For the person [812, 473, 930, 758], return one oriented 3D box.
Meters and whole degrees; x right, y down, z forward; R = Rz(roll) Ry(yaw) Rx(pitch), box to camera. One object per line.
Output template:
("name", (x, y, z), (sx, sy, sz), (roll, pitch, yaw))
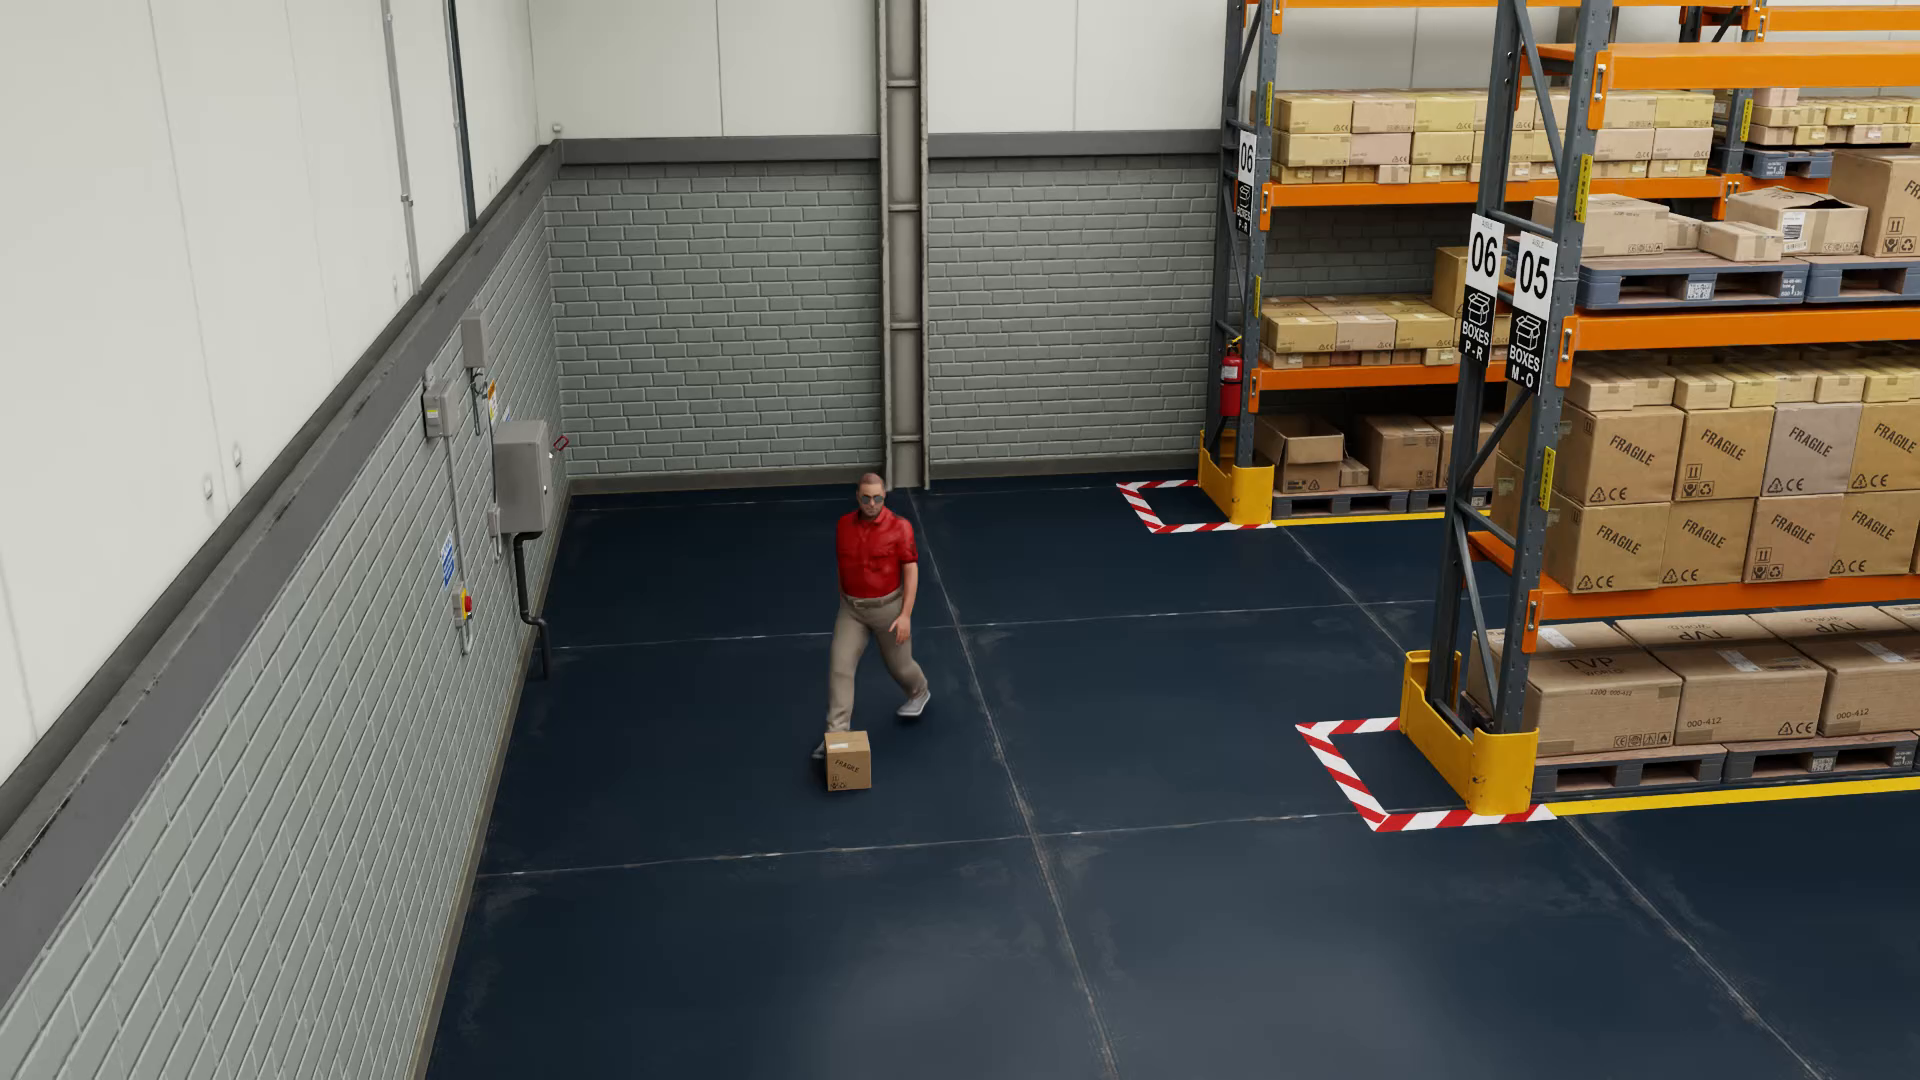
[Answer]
("person", (-0.543, 0.434, 9.956), (0.562, 1.665, 1.059), (7, 21, 17))
